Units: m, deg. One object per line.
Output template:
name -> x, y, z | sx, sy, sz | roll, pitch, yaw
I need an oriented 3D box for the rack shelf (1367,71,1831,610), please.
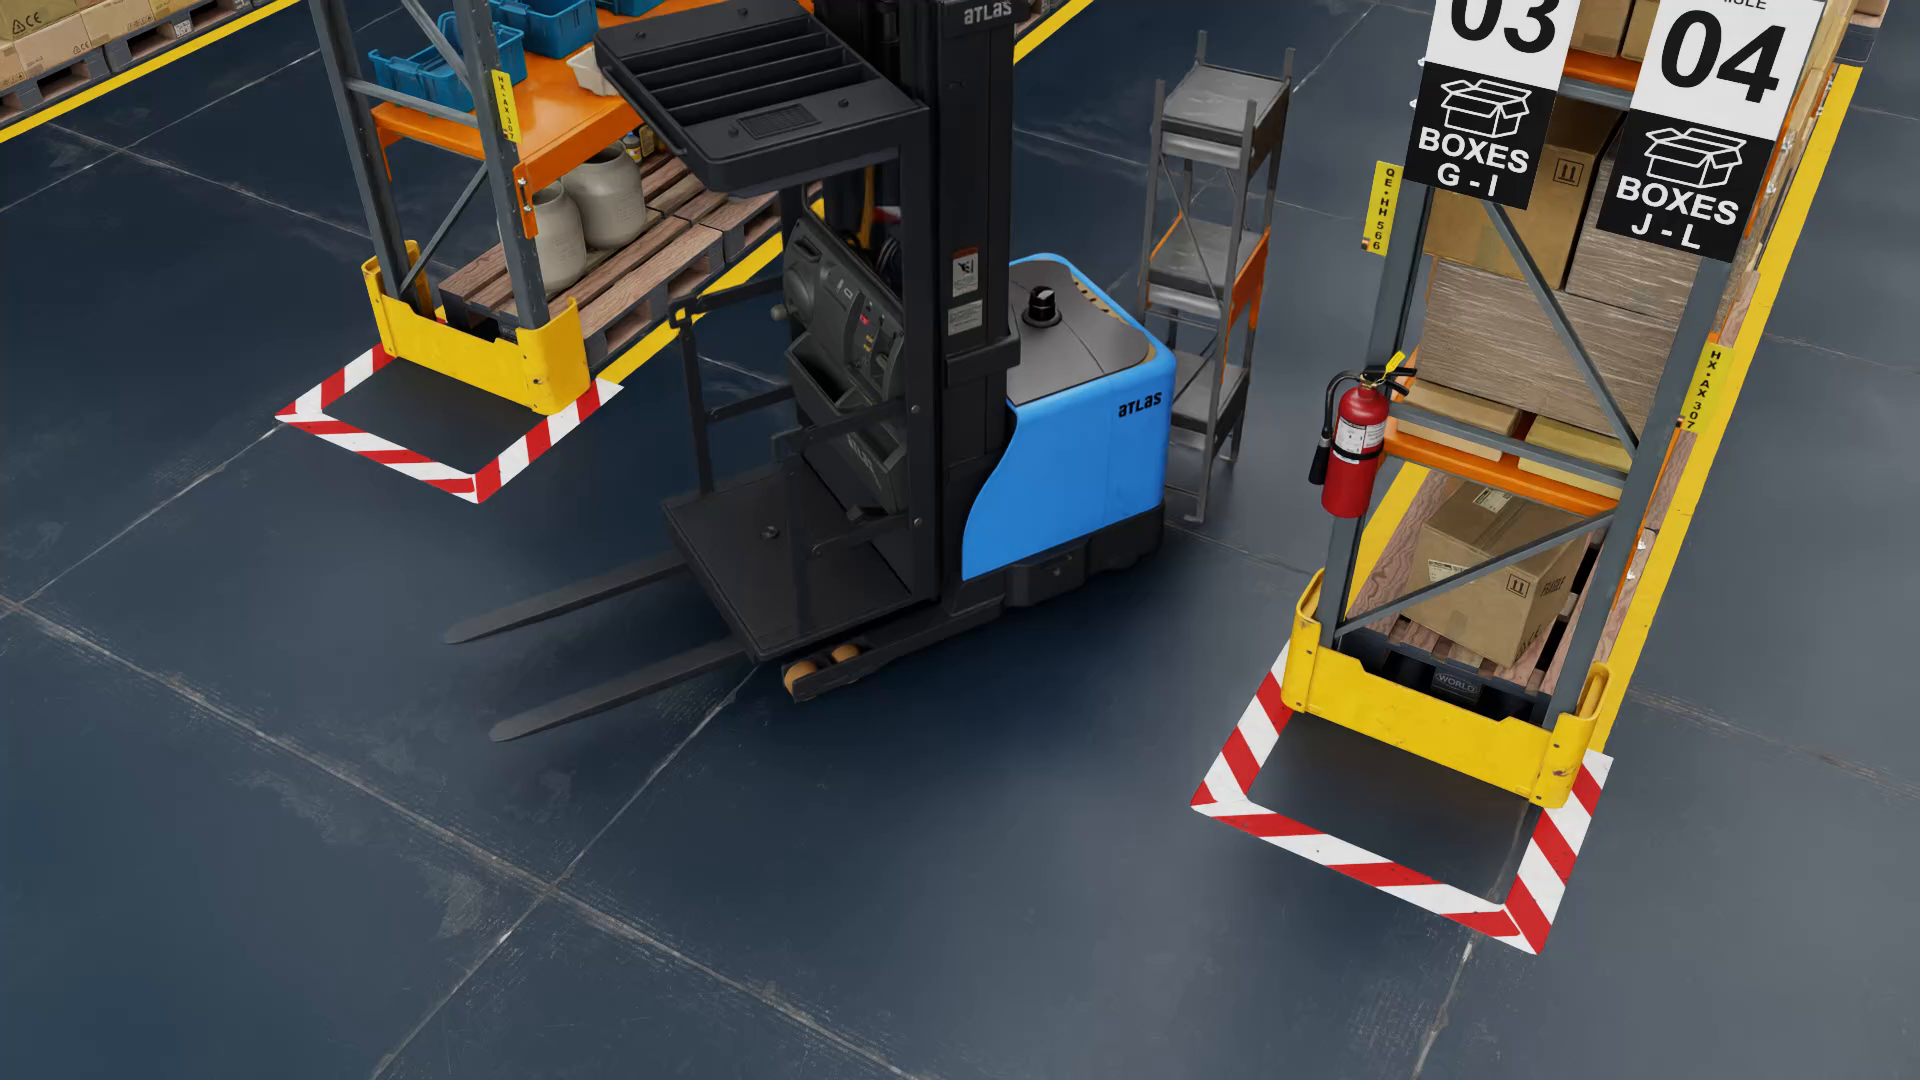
rack shelf -> 2.847, -1.199, 7.201 | 1.077, 0.370, 4.000 | 21, 45, 22

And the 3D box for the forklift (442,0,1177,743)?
forklift -> -0.632, -0.843, 6.305 | 3.031, 2.935, 1.130 | -20, 45, -22

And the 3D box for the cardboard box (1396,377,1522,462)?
cardboard box -> 1.810, -0.461, 6.010 | 0.380, 0.149, 0.250 | 21, 45, 22

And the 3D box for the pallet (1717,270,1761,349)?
pallet -> 3.542, -1.170, 8.735 | 1.003, 0.211, 1.213 | 21, 45, 22

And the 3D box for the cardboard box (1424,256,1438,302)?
cardboard box -> 2.292, -1.105, 6.250 | 0.875, 0.500, 0.500 | 21, 45, 22

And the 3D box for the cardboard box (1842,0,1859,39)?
cardboard box -> 3.612, -2.502, 7.080 | 0.500, 0.500, 0.500 | 21, 45, 22

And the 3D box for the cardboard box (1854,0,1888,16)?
cardboard box -> 4.367, -3.404, 8.390 | 1.000, 1.000, 1.000 | 21, 46, 22

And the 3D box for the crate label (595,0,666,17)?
crate label -> -1.755, -3.118, 8.810 | 0.502, 0.435, 0.616 | 21, 45, 22

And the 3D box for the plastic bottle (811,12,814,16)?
plastic bottle -> -0.979, -3.355, 10.837 | 0.097, 0.271, 0.097 | 0, 41, 0

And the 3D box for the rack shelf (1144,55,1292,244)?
rack shelf -> 1.043, -1.586, 6.739 | 0.431, 0.518, 0.480 | 17, 44, 19

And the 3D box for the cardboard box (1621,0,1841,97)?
cardboard box -> 2.311, -1.584, 4.938 | 0.500, 0.250, 0.500 | 22, 46, 23

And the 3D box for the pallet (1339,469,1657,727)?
pallet -> 2.321, 0.226, 7.149 | 1.003, 0.211, 1.213 | 21, 45, 22

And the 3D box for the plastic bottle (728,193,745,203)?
plastic bottle -> -1.265, -2.038, 9.341 | 0.097, 0.271, 0.097 | 0, 41, 0

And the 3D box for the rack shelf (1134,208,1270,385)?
rack shelf -> 1.043, -1.060, 7.201 | 0.431, 0.518, 0.480 | 17, 44, 19

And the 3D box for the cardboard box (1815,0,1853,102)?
cardboard box -> 3.108, -1.932, 6.432 | 0.500, 0.500, 0.500 | 21, 45, 22

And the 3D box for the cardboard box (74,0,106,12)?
cardboard box -> -5.780, -3.820, 10.829 | 0.500, 0.500, 0.500 | 21, 45, 22

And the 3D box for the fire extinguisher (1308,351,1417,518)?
fire extinguisher -> 1.390, -0.382, 5.788 | 0.296, 0.674, 0.183 | 21, 45, 22

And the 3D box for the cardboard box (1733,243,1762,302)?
cardboard box -> 3.030, -1.140, 6.781 | 0.380, 0.149, 0.250 | 21, 45, 22

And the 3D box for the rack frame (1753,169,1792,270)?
rack frame -> 3.848, -2.613, 8.263 | 1.000, 3.000, 0.127 | 21, 45, 22

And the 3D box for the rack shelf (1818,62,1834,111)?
rack shelf -> 4.849, -3.487, 9.800 | 1.077, 0.370, 4.000 | 21, 45, 22

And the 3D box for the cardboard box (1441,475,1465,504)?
cardboard box -> 2.443, -0.249, 7.152 | 0.500, 0.500, 0.500 | -33, 51, -32

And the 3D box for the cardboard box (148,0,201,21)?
cardboard box -> -5.516, -3.819, 11.395 | 0.500, 0.250, 0.500 | 21, 45, 22

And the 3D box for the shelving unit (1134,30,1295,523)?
shelving unit -> 1.043, -1.071, 7.192 | 0.431, 2.100, 0.503 | 17, 44, 19

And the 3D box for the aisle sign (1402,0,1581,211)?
aisle sign -> 1.555, -1.363, 4.877 | 0.394, 0.787, 0.004 | 21, 45, 22

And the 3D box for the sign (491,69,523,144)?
sign -> -1.968, -1.882, 7.223 | 0.100, 0.325, 0.005 | 21, 45, 22

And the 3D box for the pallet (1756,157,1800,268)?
pallet -> 4.236, -2.012, 9.691 | 1.003, 0.211, 1.213 | 21, 45, 22

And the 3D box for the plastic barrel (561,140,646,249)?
plastic barrel -> -1.928, -1.875, 8.989 | 0.421, 0.512, 0.421 | 0, 41, 0

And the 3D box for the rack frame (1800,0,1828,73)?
rack frame -> 1.846, -2.576, 3.681 | 1.000, 3.000, 0.127 | 21, 45, 22

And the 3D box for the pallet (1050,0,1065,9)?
pallet -> 0.529, -4.367, 12.365 | 1.003, 0.211, 1.213 | 21, 45, 22

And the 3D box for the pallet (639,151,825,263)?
pallet -> -1.422, -2.133, 9.828 | 1.003, 0.211, 1.213 | 21, 45, 22

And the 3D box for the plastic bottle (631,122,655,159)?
plastic bottle -> -1.860, -2.377, 9.717 | 0.061, 0.283, 0.133 | 22, 46, 23

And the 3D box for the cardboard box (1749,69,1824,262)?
cardboard box -> 2.614, -1.357, 5.779 | 0.500, 0.500, 0.500 | 21, 45, 22

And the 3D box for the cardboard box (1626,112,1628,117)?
cardboard box -> 2.153, -1.533, 5.979 | 0.500, 0.500, 0.500 | 21, 45, 22

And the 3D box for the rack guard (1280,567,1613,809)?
rack guard -> 1.884, 0.571, 6.539 | 1.175, 0.500, 0.348 | 21, 45, 22

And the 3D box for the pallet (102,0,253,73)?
pallet -> -5.771, -3.703, 11.610 | 1.003, 0.211, 1.213 | 21, 45, 22

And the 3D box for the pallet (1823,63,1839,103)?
pallet -> 5.457, -3.409, 11.276 | 1.003, 0.211, 1.213 | 21, 45, 22

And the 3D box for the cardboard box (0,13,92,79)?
cardboard box -> -6.021, -3.249, 10.748 | 0.500, 0.250, 0.500 | 21, 45, 22

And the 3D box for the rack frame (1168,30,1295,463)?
rack frame -> 1.148, -1.216, 7.358 | 0.400, 2.100, 0.015 | 17, 44, 19

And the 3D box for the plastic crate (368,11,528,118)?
plastic crate -> -2.451, -2.292, 8.011 | 0.499, 0.251, 0.616 | 21, 45, 22
